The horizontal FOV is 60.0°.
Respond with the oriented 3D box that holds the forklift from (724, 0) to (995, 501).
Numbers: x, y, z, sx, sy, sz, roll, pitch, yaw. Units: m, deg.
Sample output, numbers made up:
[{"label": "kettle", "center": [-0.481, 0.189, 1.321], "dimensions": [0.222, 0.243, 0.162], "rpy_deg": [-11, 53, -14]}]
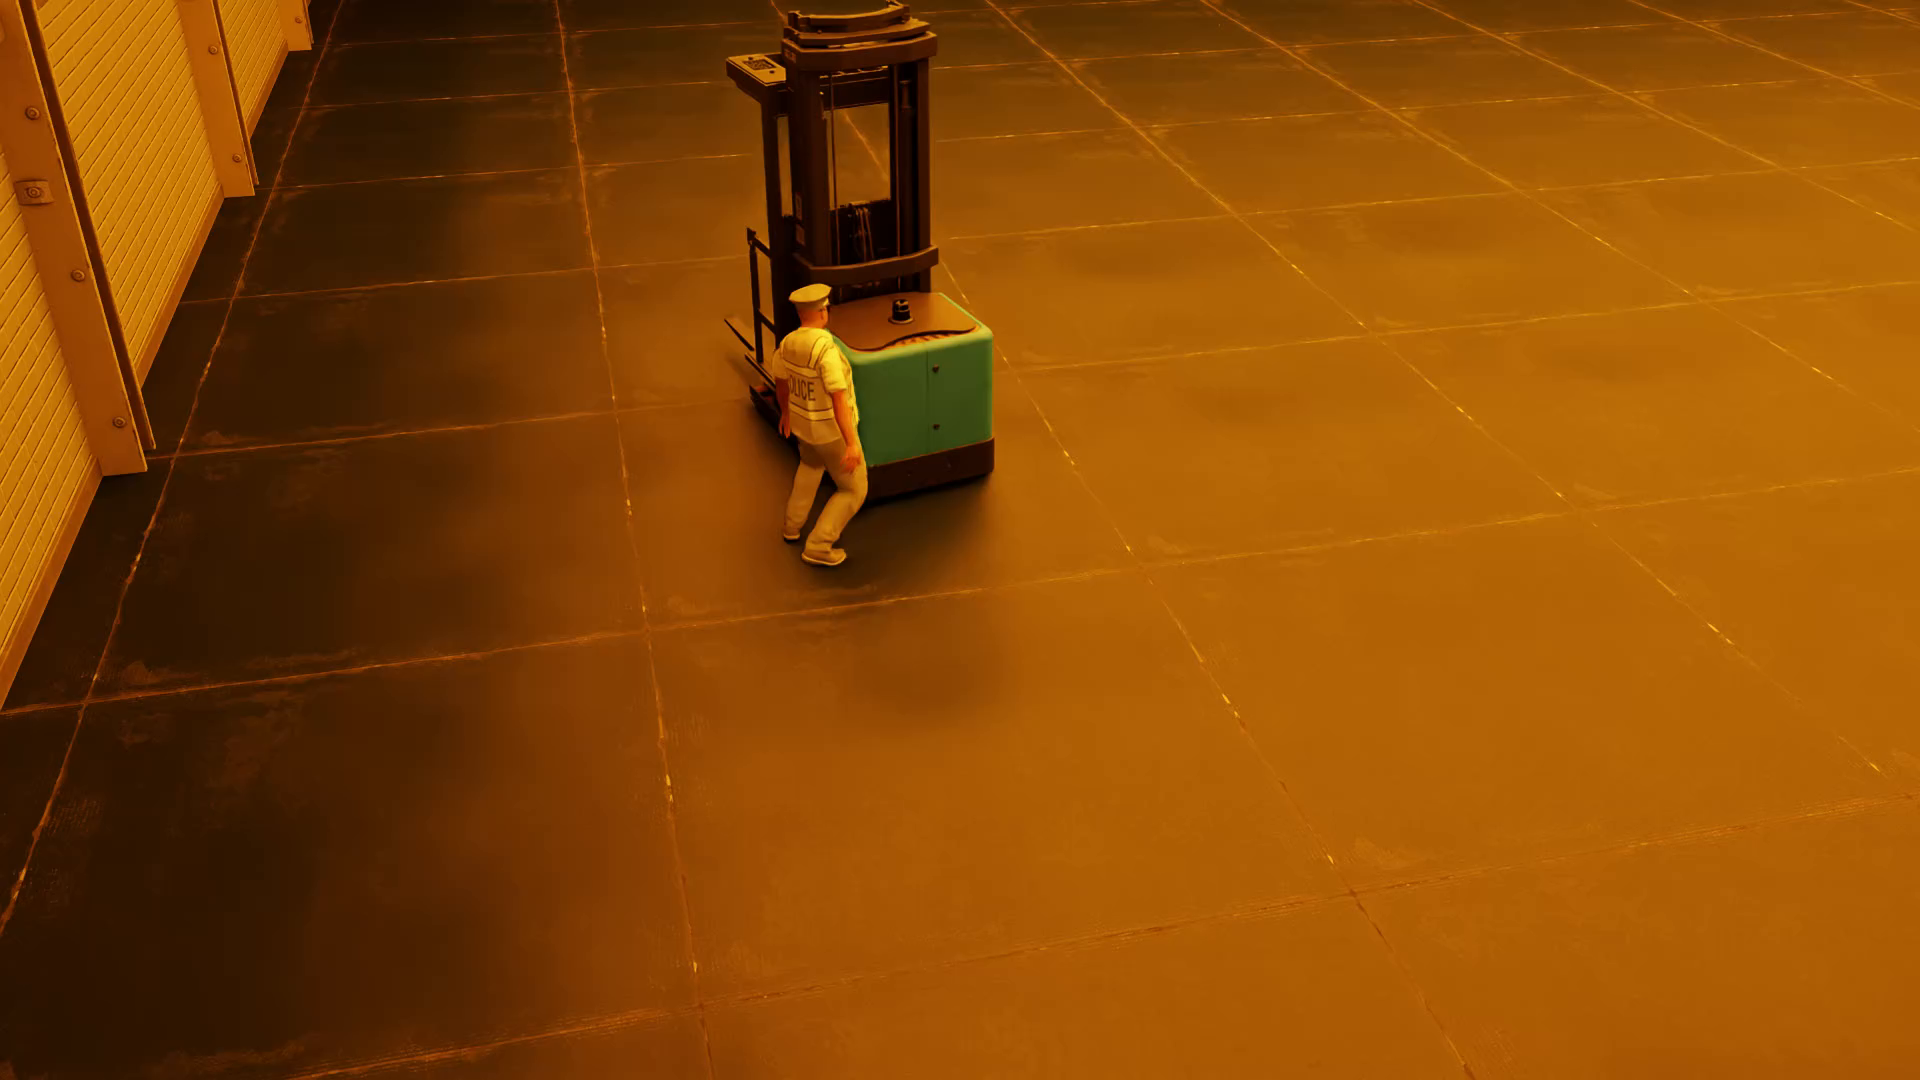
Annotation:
[{"label": "forklift", "center": [-0.881, -2.235, 11.436], "dimensions": [1.130, 2.935, 3.031], "rpy_deg": [-14, 33, -23]}]
